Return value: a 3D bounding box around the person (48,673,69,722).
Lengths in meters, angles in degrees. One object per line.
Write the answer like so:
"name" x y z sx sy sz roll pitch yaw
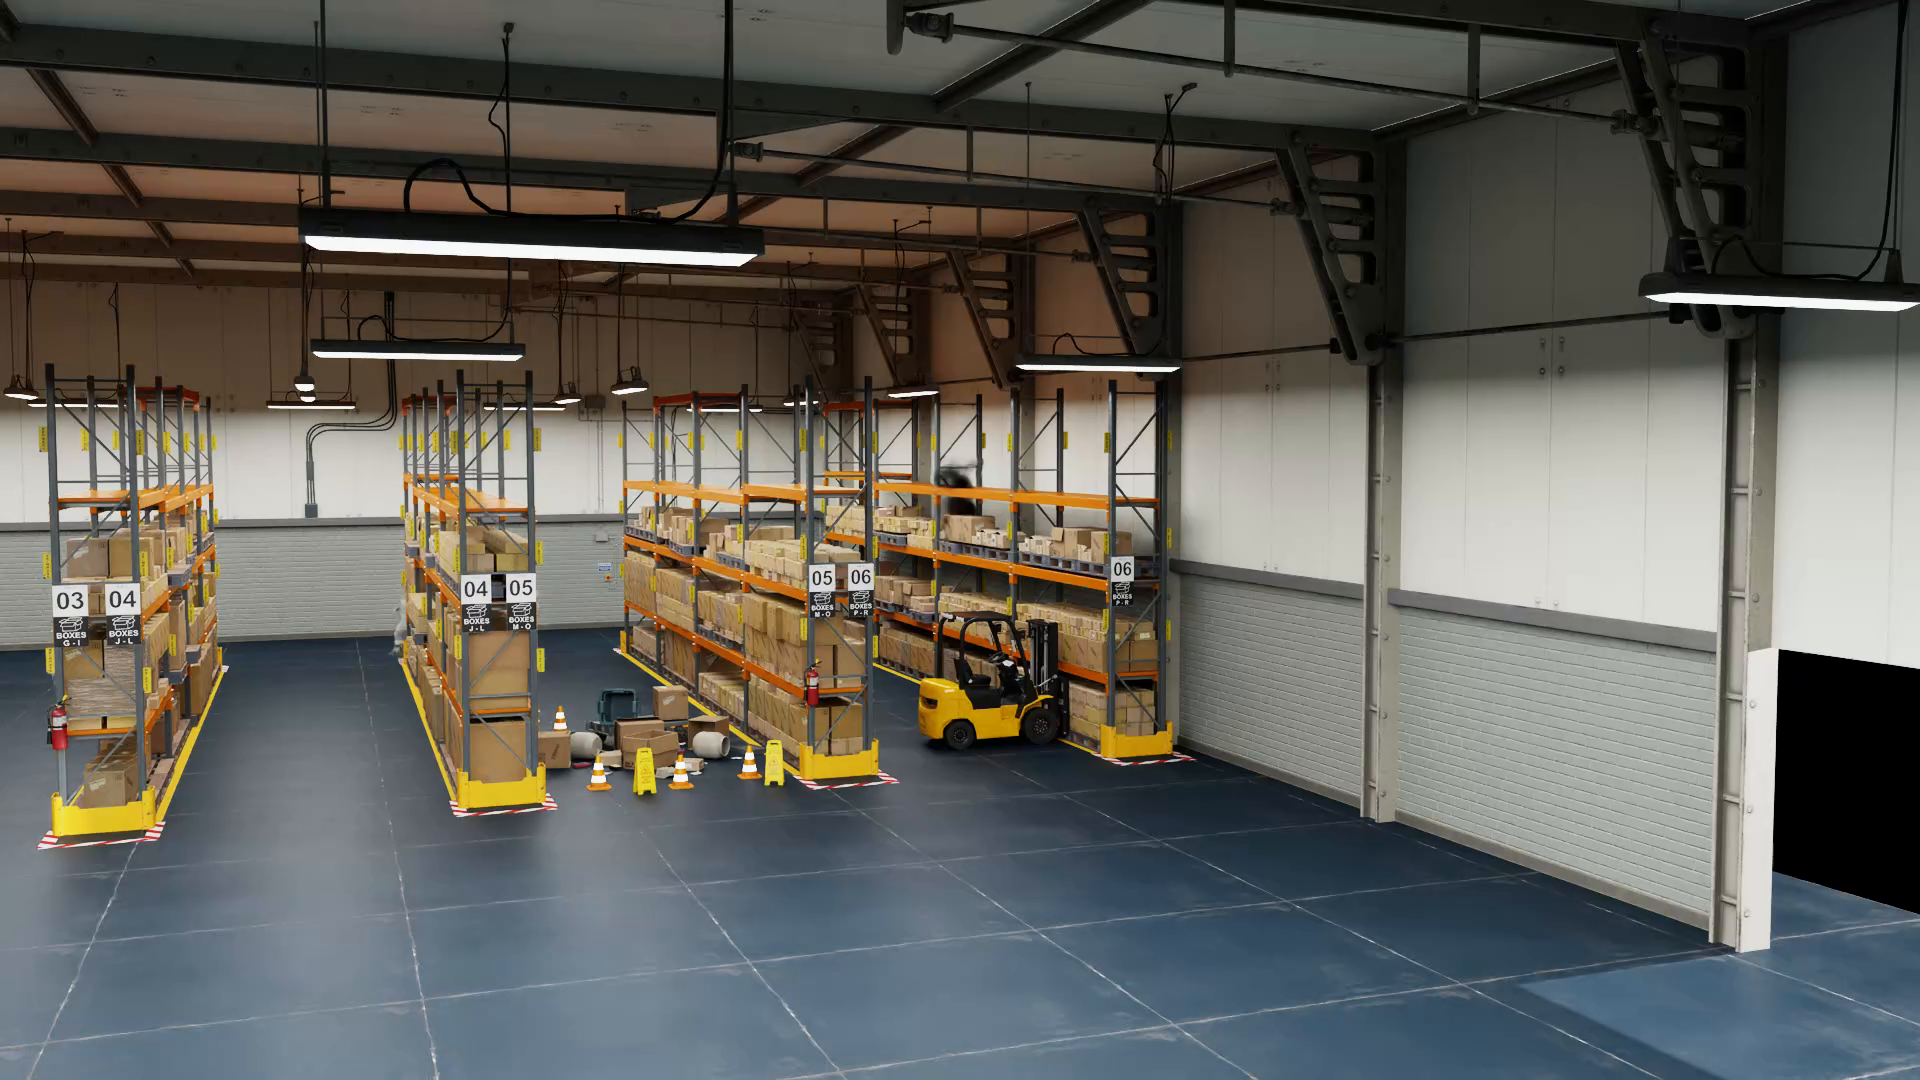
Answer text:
"person" -15.113 2.470 28.188 0.645 1.770 0.684 -2 4 -25

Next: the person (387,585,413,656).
"person" -12.982 1.846 38.954 0.794 1.749 0.805 -2 4 -30
